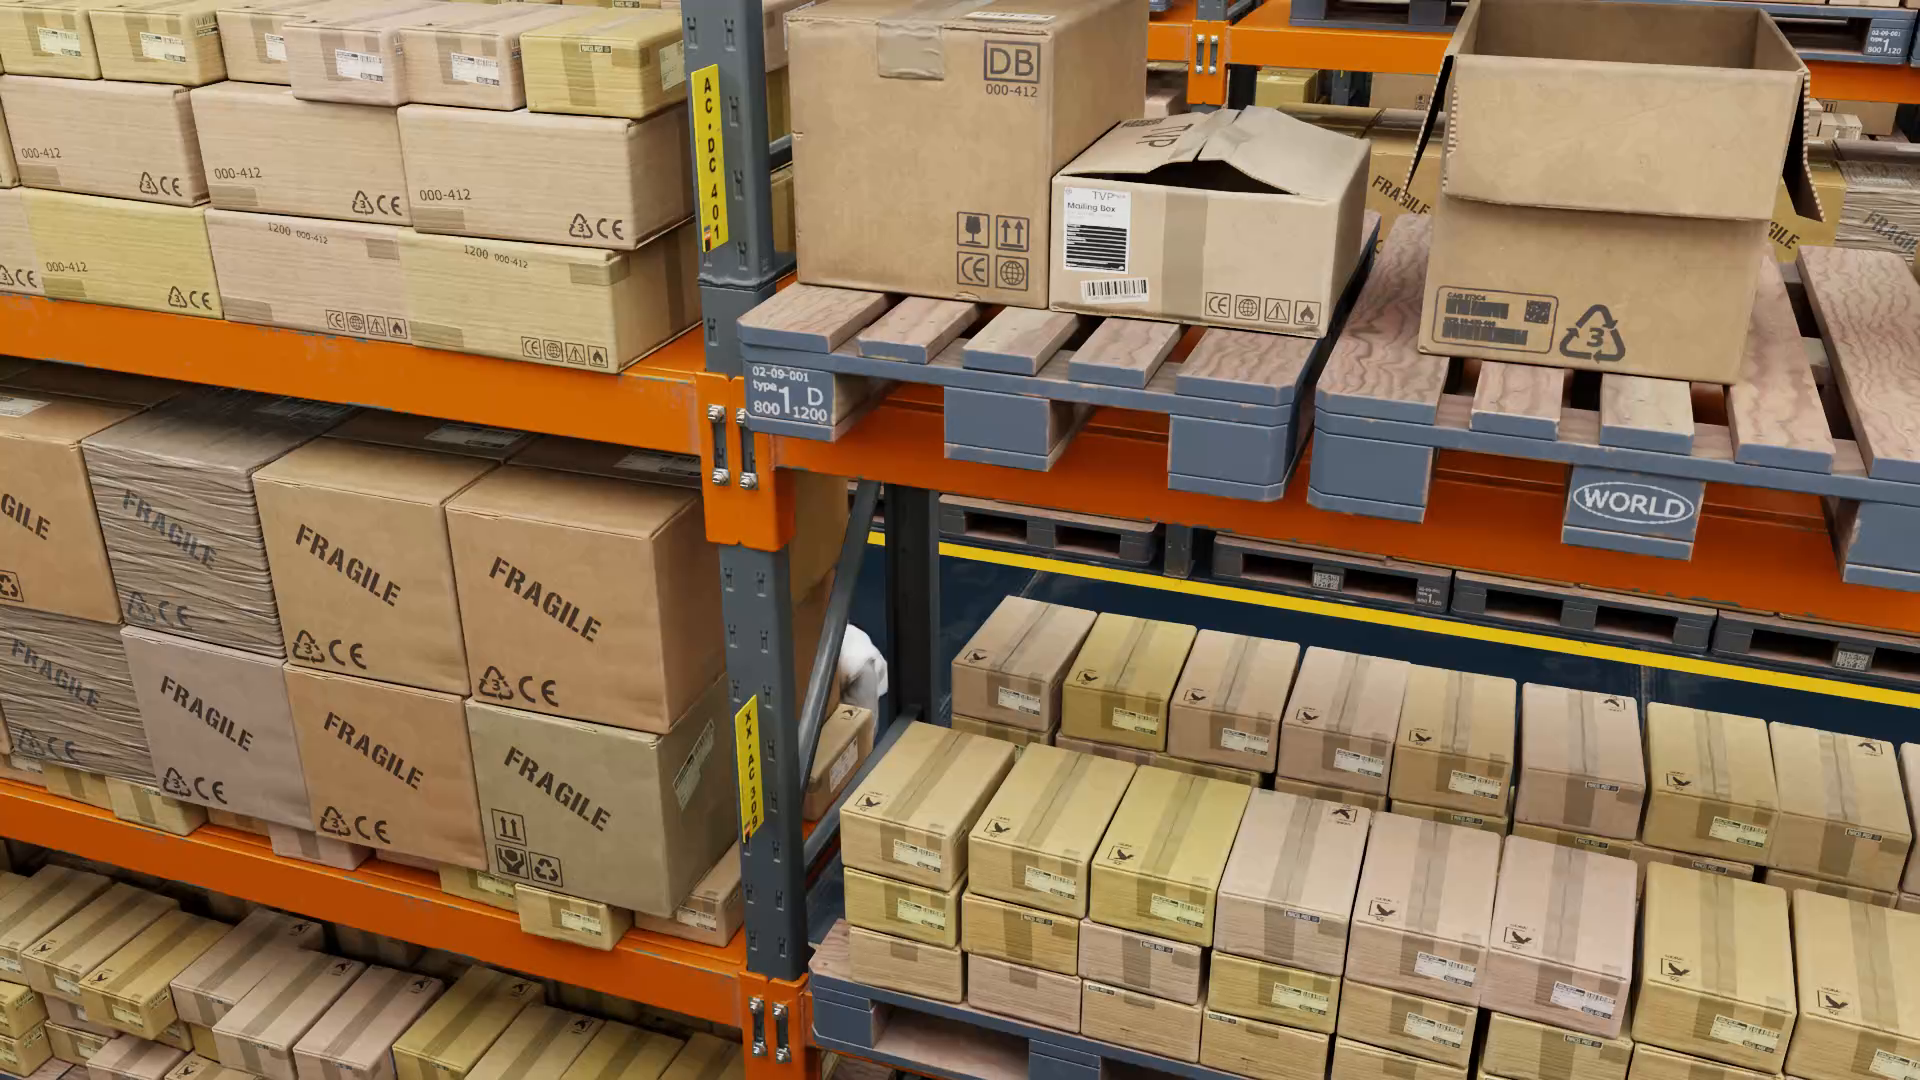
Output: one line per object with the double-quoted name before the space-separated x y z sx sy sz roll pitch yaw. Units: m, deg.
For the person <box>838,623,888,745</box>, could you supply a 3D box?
"person" -0.544 0.701 6.472 0.575 1.052 0.898 9 27 17
